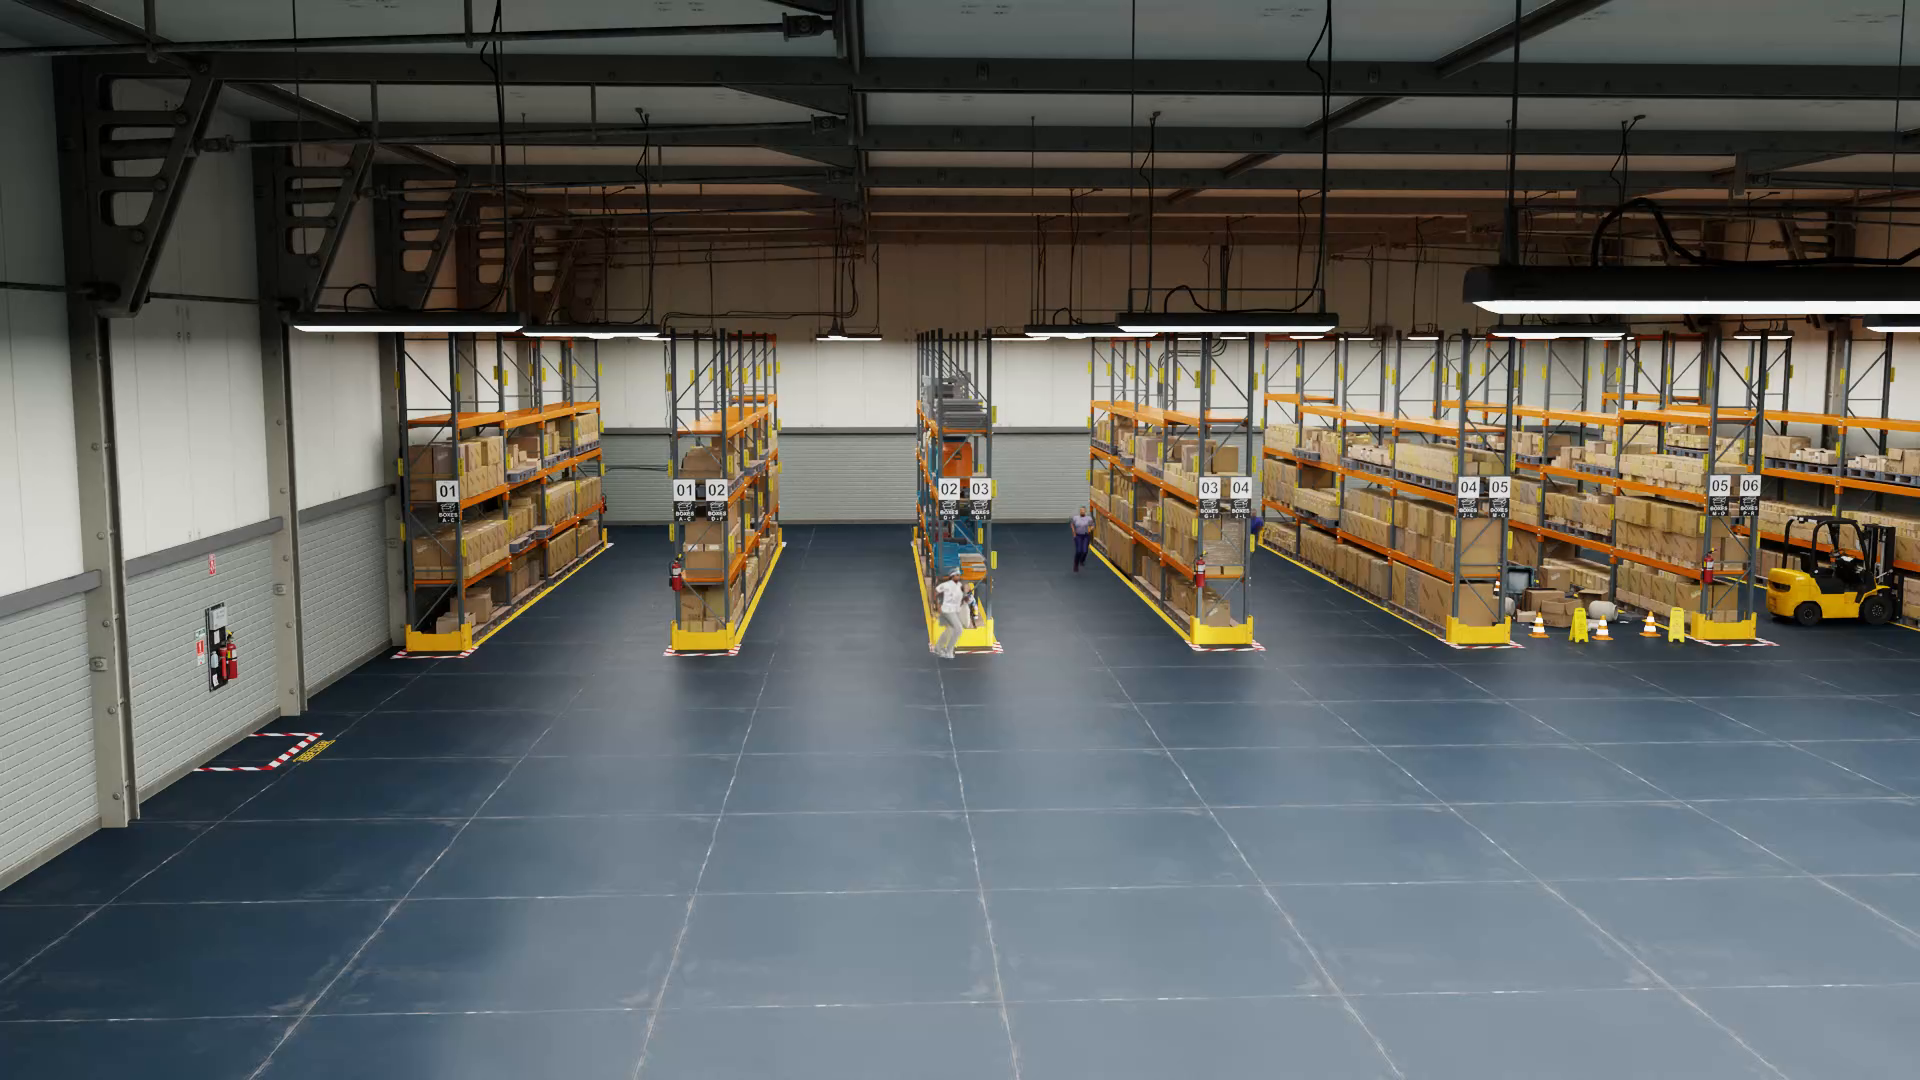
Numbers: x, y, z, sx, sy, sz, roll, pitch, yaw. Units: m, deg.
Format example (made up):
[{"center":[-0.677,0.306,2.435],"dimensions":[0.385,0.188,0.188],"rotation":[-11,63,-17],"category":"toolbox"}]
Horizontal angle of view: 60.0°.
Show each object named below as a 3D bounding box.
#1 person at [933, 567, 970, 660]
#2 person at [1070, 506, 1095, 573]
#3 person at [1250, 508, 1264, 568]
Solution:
[{"center":[-0.158,1.334,30.255],"dimensions":[0.757,1.704,0.581],"rotation":[4,8,32],"category":"person"},{"center":[3.005,-0.015,40.657],"dimensions":[0.580,1.650,0.629],"rotation":[0,7,-2],"category":"person"},{"center":[7.340,-0.027,41.976],"dimensions":[0.551,1.575,0.844],"rotation":[-1,7,-5],"category":"person"}]
